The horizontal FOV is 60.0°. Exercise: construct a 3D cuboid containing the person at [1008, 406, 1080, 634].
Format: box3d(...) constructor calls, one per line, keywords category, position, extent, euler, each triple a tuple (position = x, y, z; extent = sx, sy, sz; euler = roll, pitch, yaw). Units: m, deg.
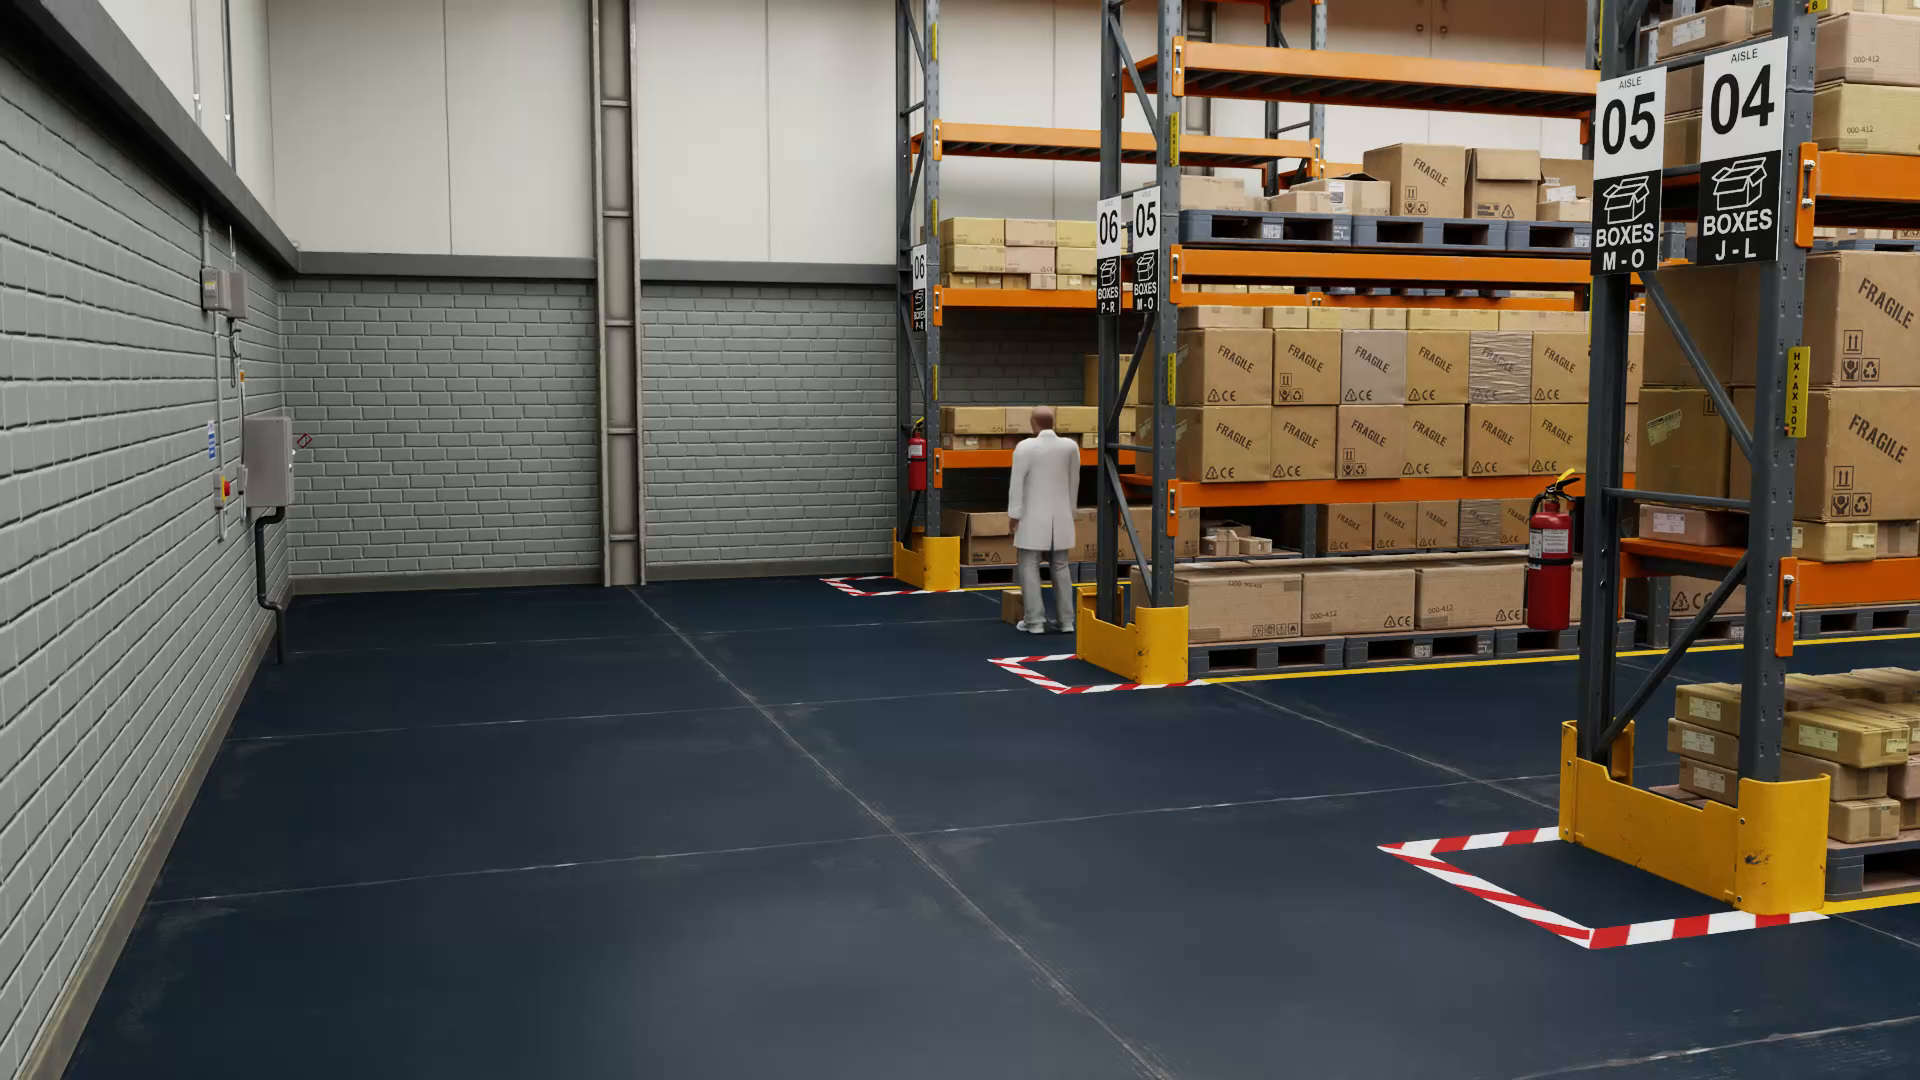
box3d(category="person", position=(0.644, -0.156, 12.965), extent=(0.567, 1.767, 0.381), euler=(-2, 6, -18))
